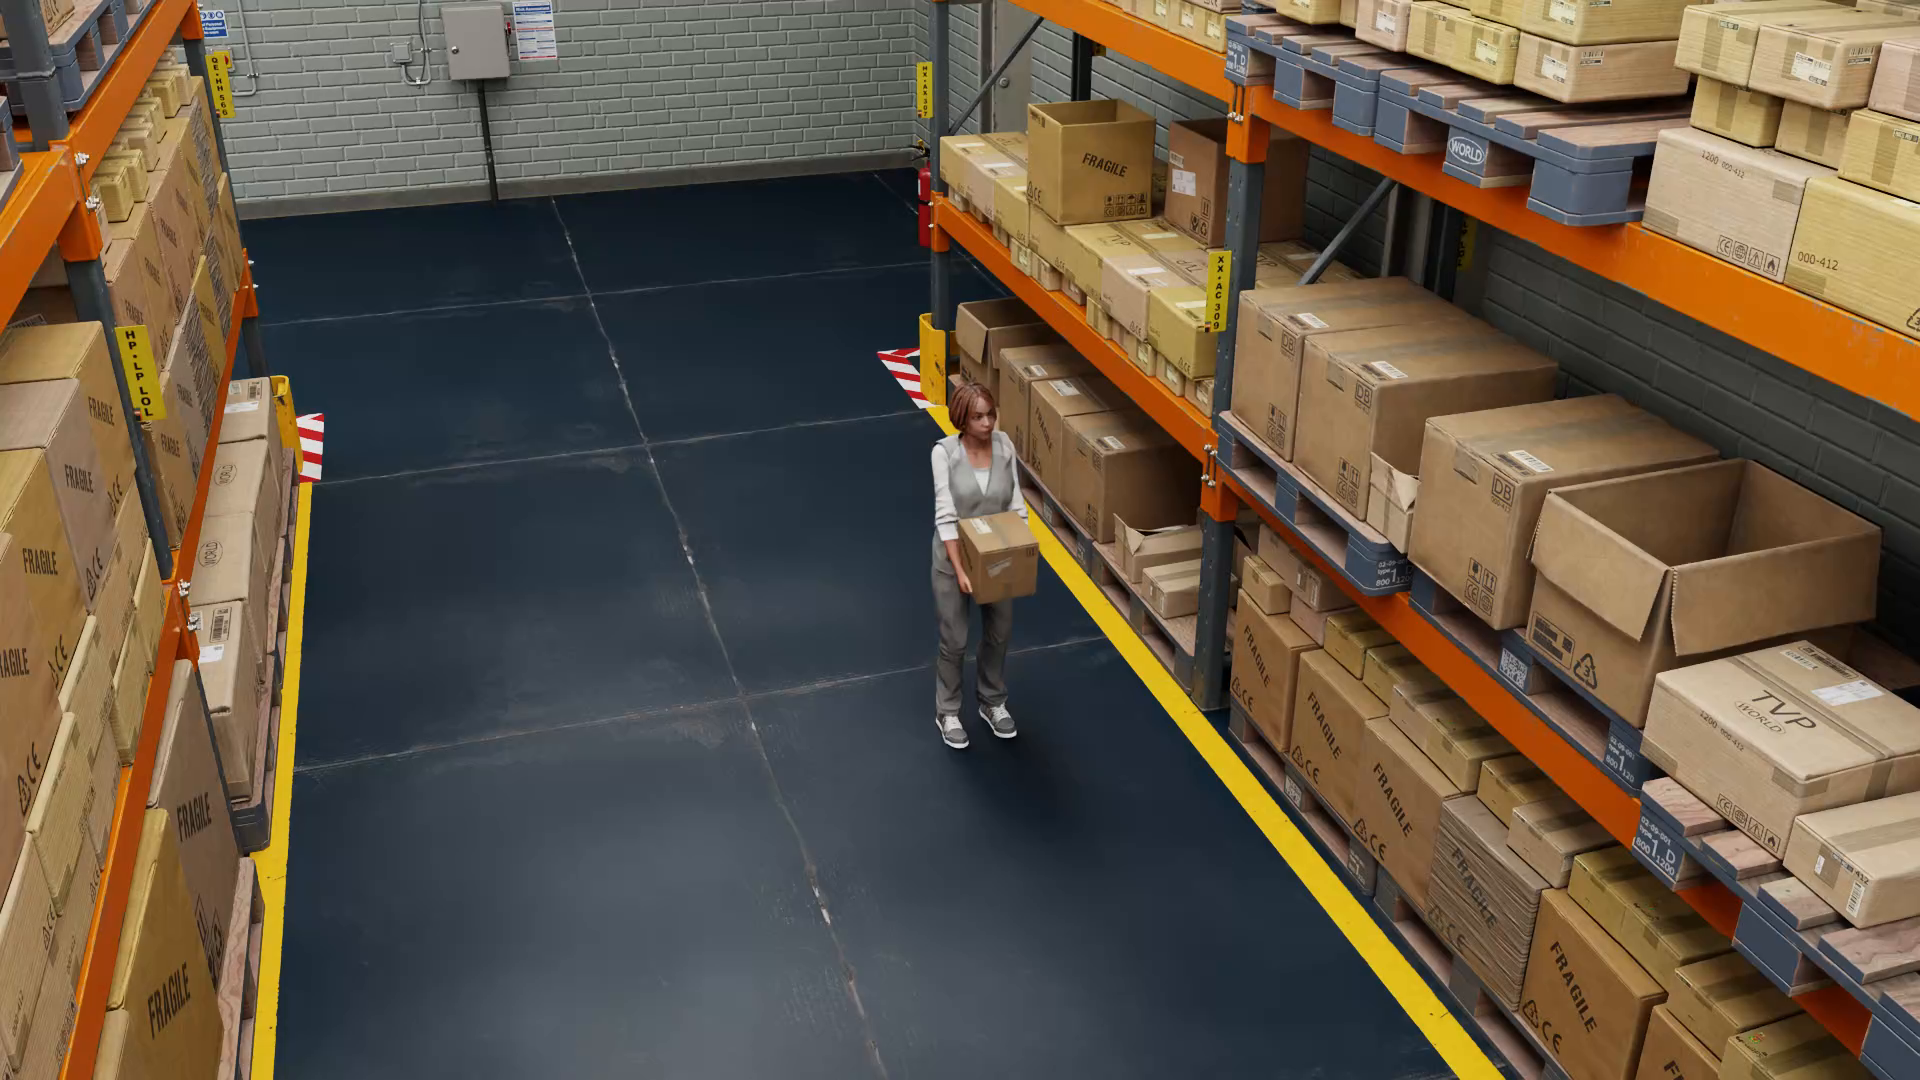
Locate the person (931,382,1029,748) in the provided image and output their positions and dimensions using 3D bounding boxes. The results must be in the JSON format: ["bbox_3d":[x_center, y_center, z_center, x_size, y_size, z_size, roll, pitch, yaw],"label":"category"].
[{"bbox_3d":[0.088,0.140,6.853,0.397,1.597,0.496,-10,28,-18],"label":"person"}]
